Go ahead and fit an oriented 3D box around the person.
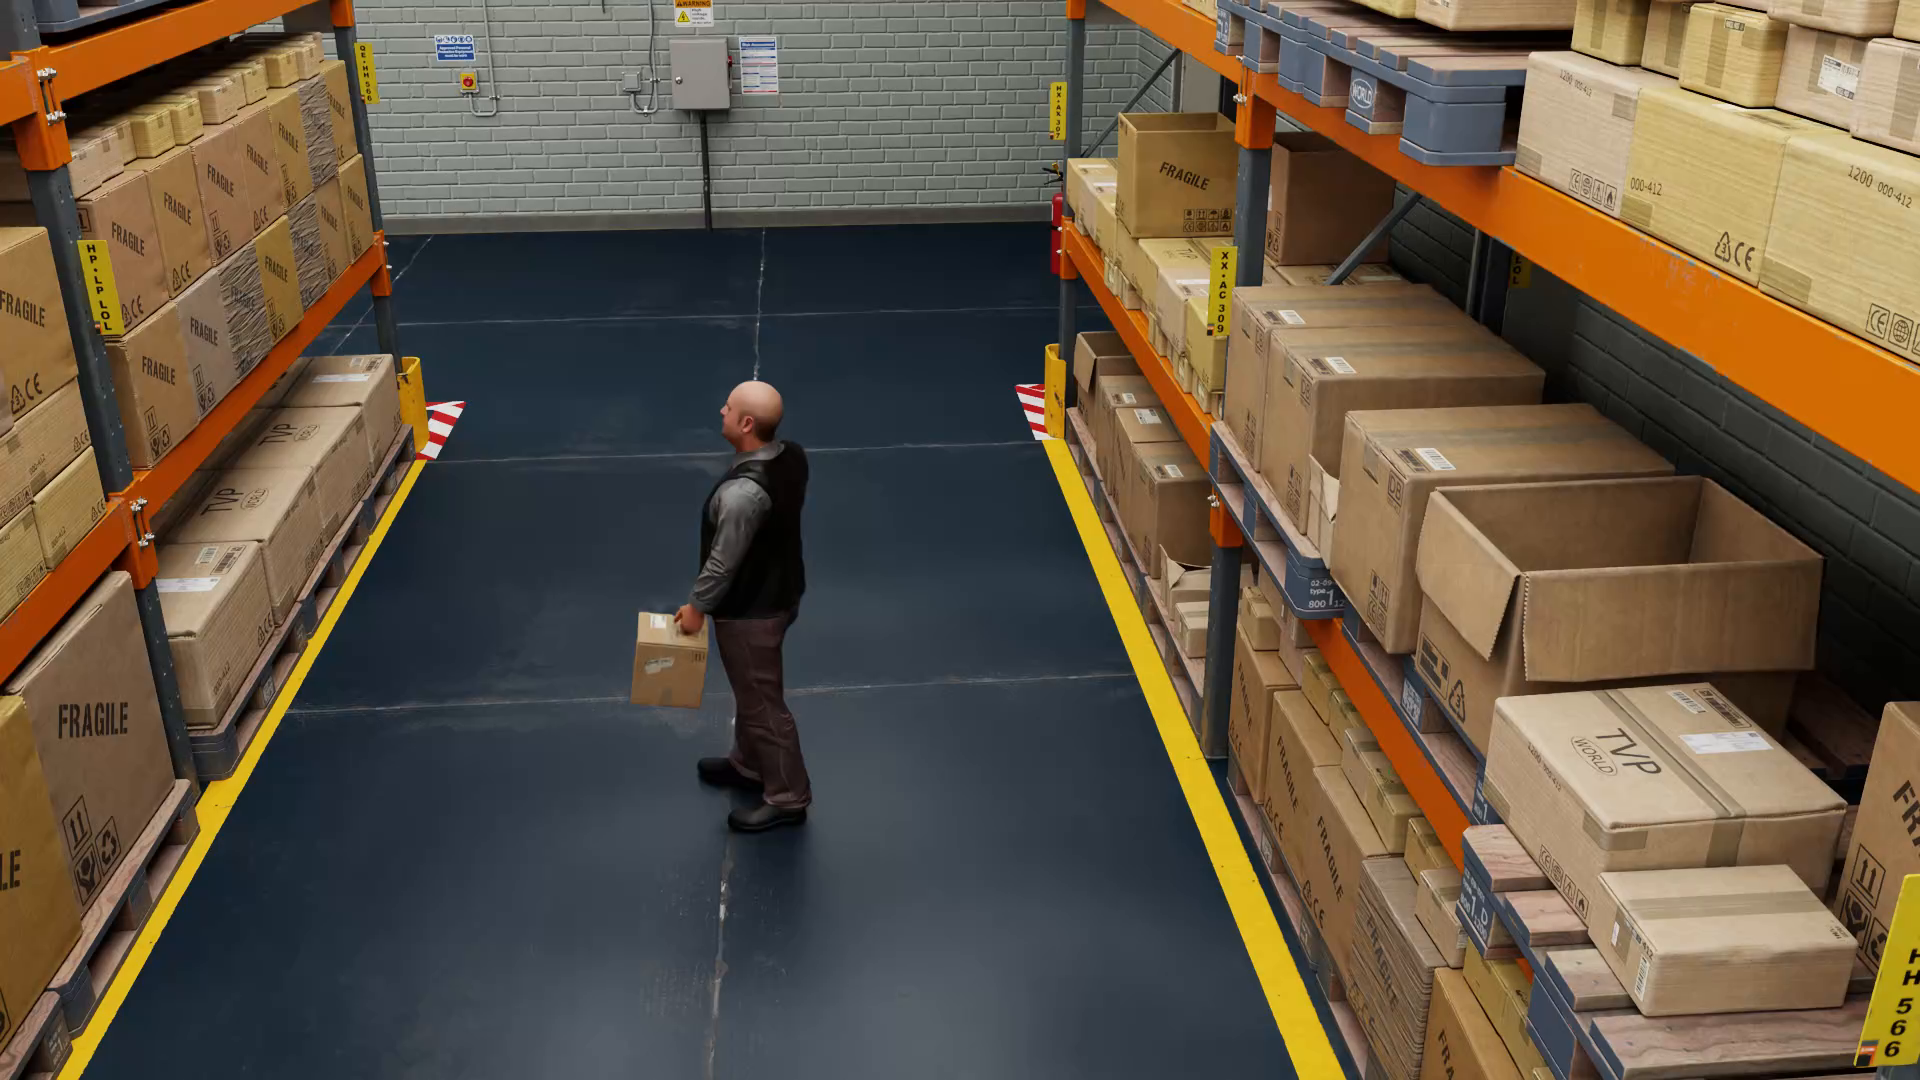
[{"bbox_3d":[-0.820,0.238,6.081,0.545,1.725,0.560,5,24,11],"label":"person"}]
